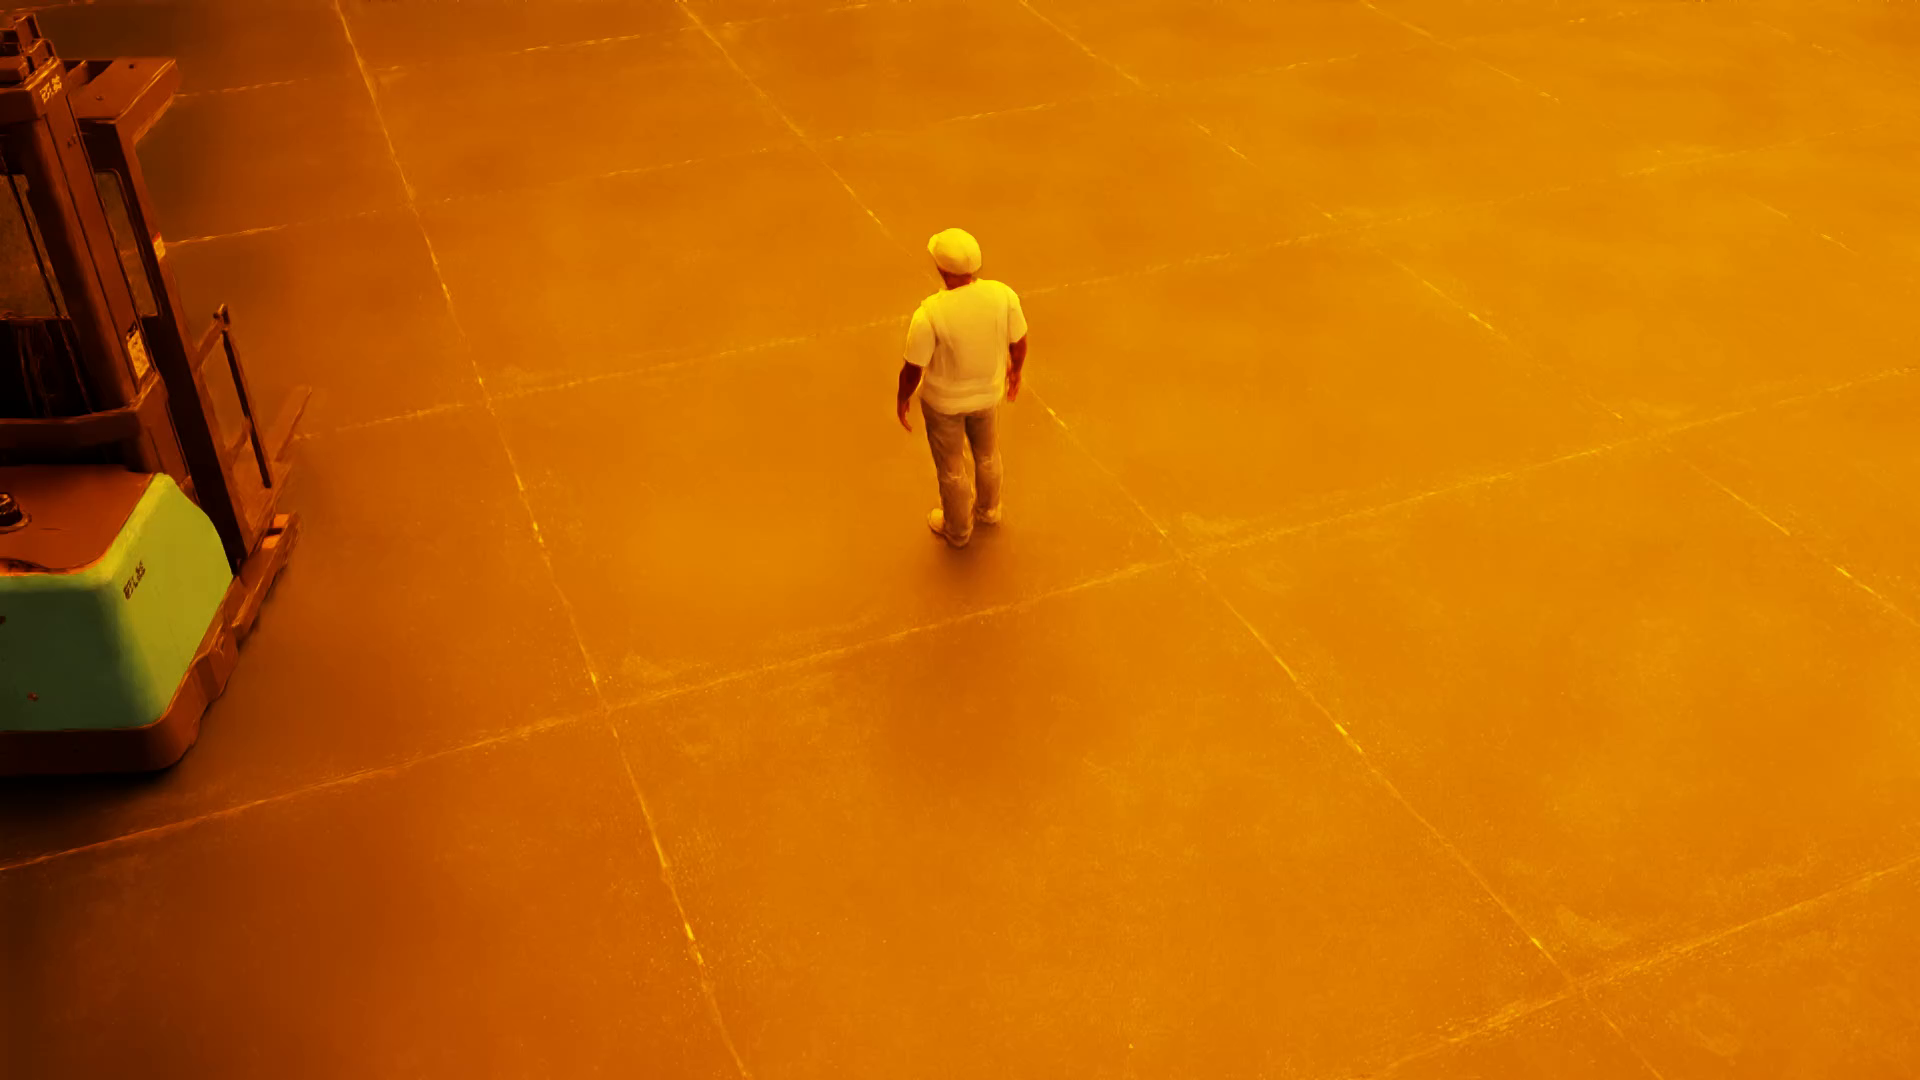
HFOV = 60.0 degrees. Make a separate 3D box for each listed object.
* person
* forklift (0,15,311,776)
[{"bbox_3d":[-0.022,-0.764,8.166,0.665,1.766,0.576,-14,38,-19],"label":"person"},{"bbox_3d":[-3.962,-1.011,7.521,1.130,2.935,3.031,-2,35,-2],"label":"forklift"}]
